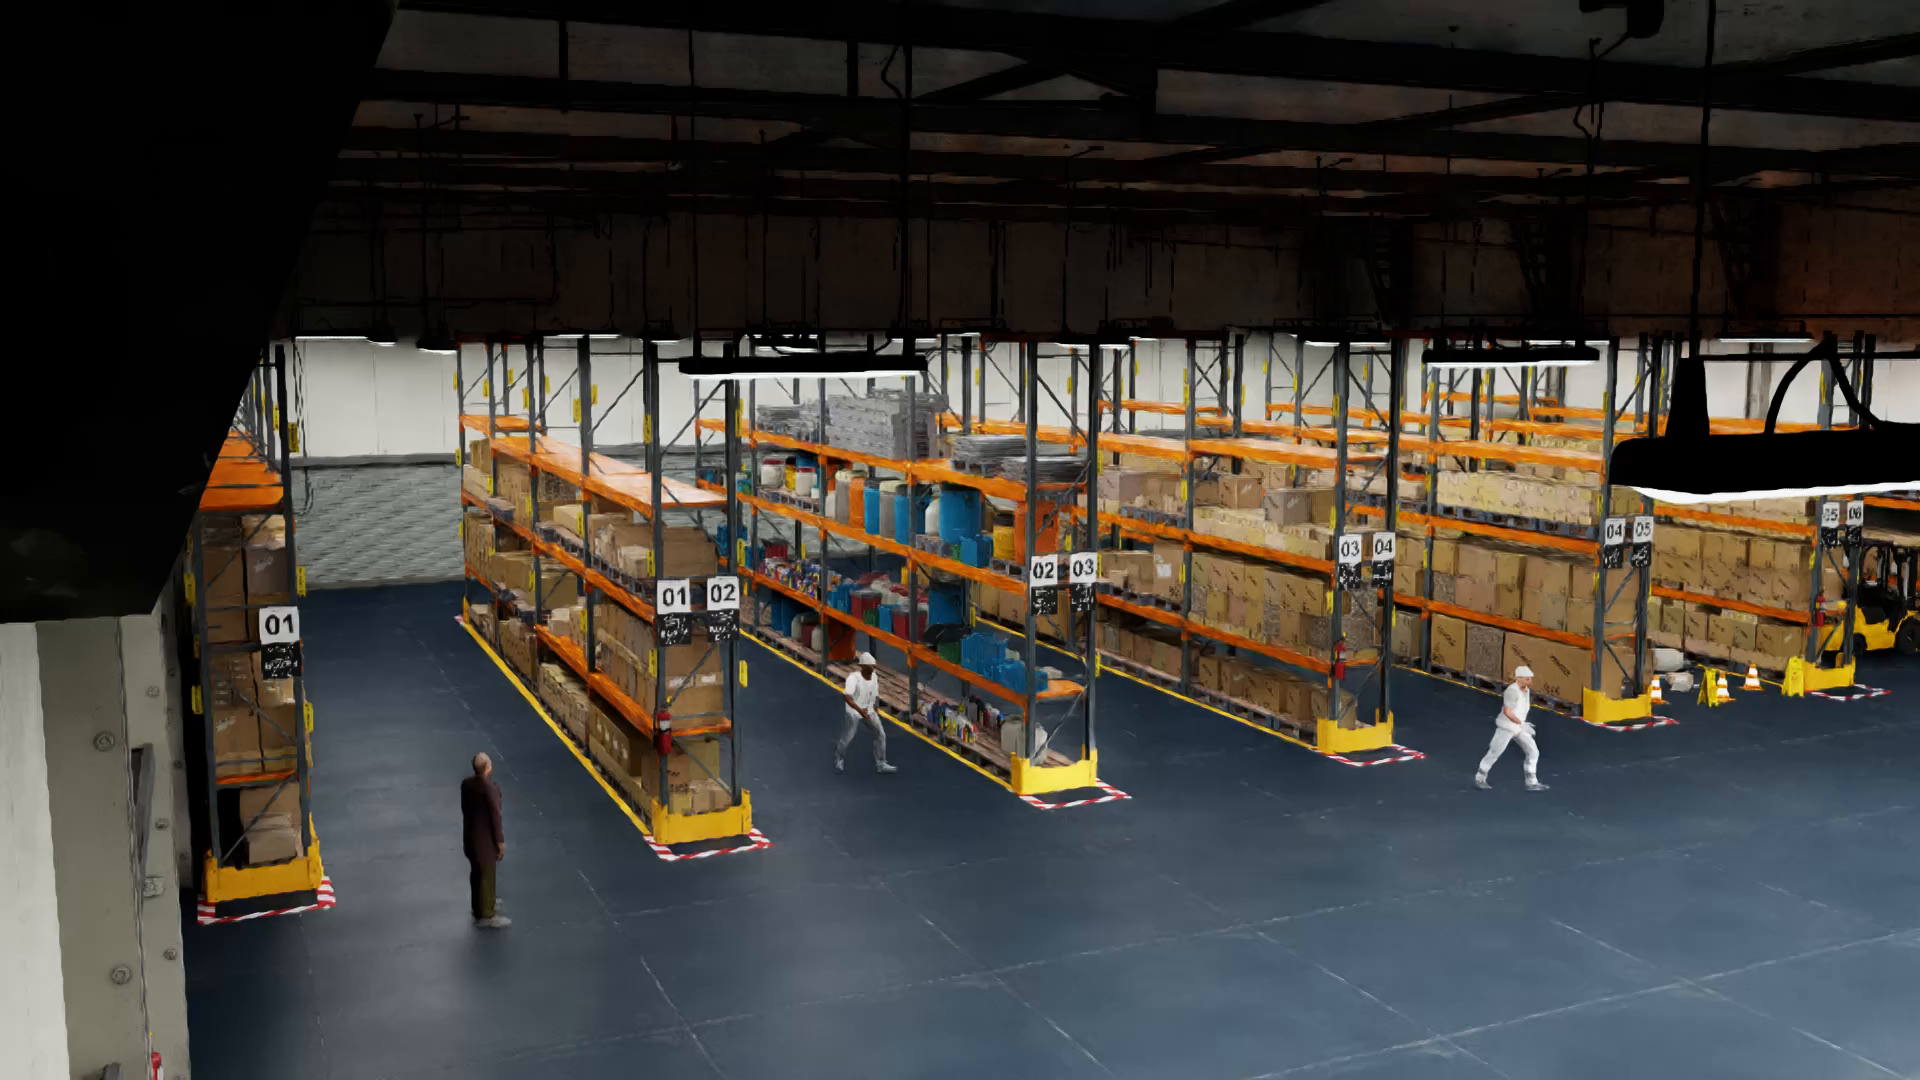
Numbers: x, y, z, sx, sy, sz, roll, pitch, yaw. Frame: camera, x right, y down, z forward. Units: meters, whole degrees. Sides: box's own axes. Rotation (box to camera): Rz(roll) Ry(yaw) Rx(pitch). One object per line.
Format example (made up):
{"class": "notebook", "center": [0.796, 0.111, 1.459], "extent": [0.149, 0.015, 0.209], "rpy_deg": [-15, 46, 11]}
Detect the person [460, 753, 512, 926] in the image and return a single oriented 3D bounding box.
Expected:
{"class": "person", "center": [-4.944, 3.095, 17.405], "extent": [0.654, 1.790, 0.522], "rpy_deg": [6, 10, 39]}

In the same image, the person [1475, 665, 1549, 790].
{"class": "person", "center": [7.360, 2.492, 22.164], "extent": [0.684, 1.715, 0.844], "rpy_deg": [-7, 10, -41]}

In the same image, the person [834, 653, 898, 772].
{"class": "person", "center": [-1.376, 2.384, 23.075], "extent": [0.700, 1.705, 0.840], "rpy_deg": [-7, 10, -41]}
